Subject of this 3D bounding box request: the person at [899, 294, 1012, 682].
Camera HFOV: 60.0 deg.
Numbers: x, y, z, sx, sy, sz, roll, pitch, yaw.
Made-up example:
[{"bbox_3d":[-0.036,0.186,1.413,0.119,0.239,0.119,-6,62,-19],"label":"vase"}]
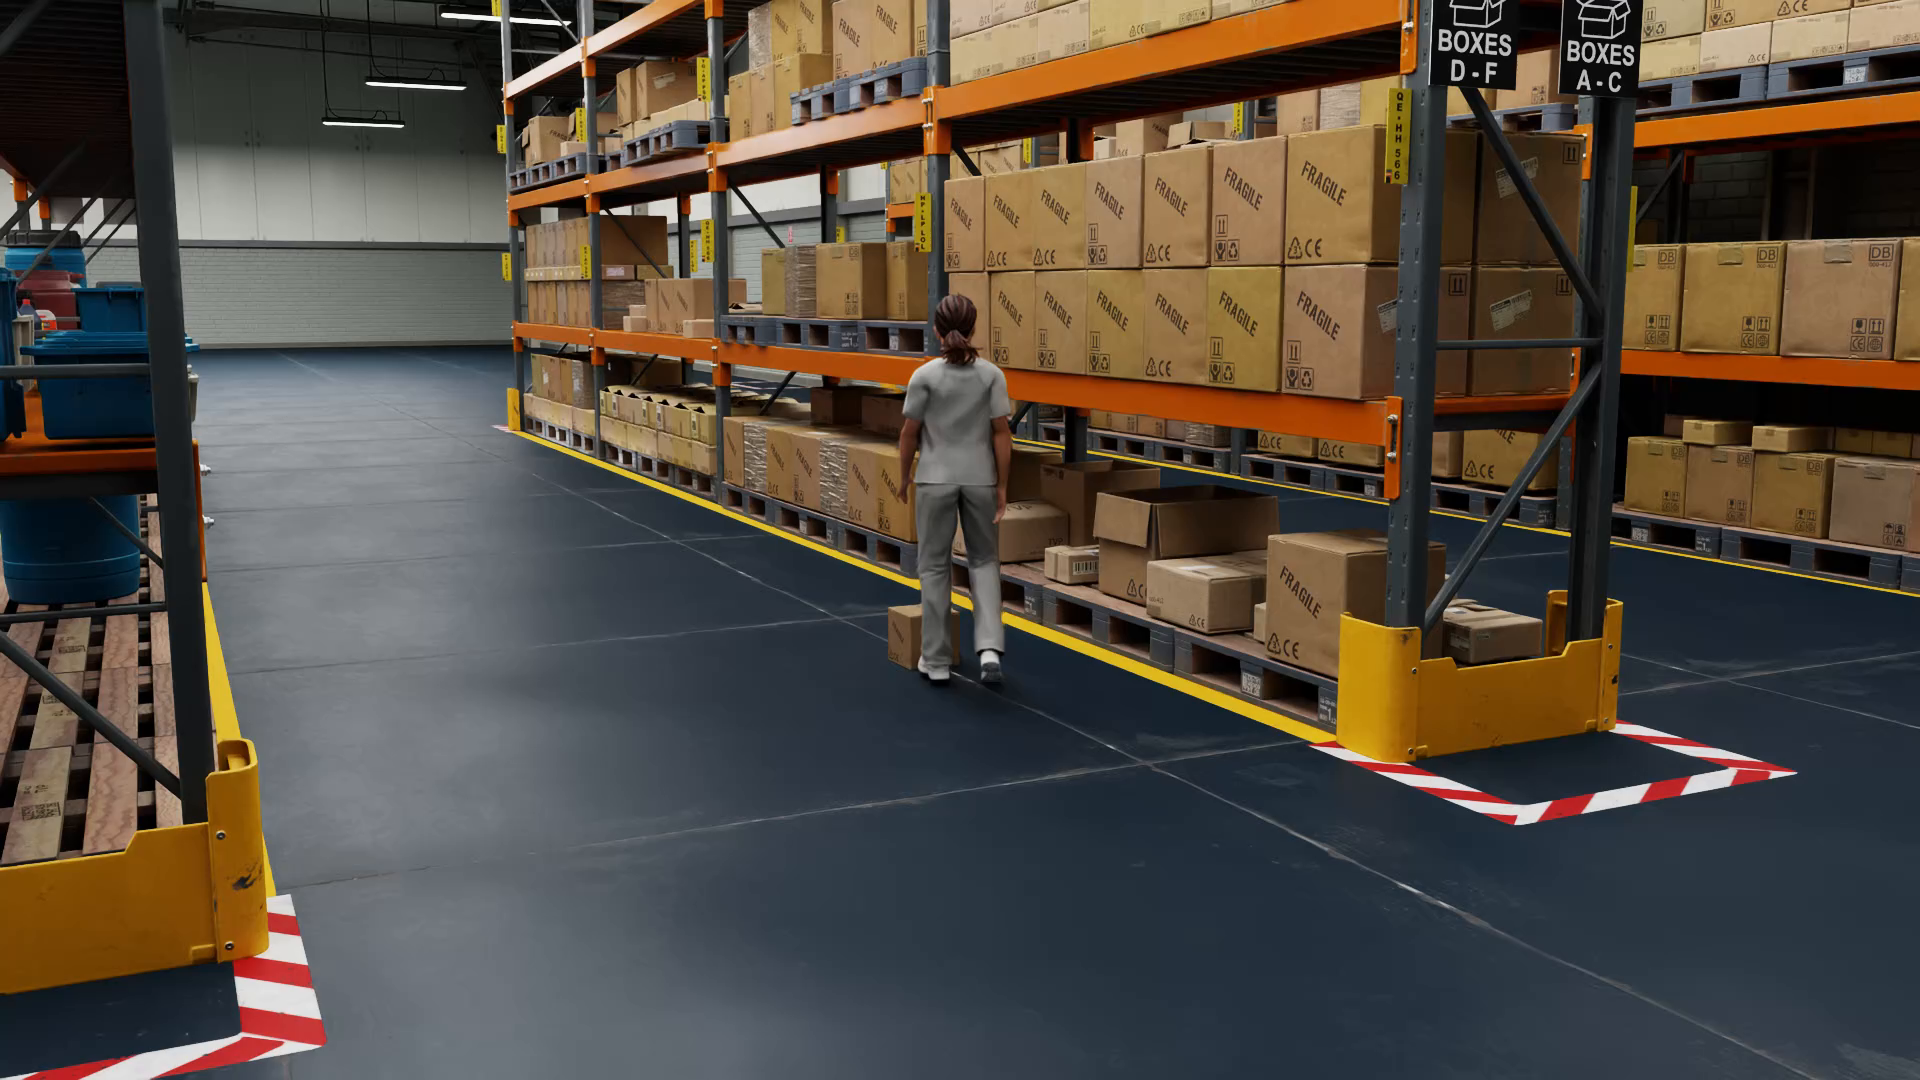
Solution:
[{"bbox_3d":[-0.030,-0.199,7.155,0.465,1.697,0.529,-2,9,-10],"label":"person"}]
